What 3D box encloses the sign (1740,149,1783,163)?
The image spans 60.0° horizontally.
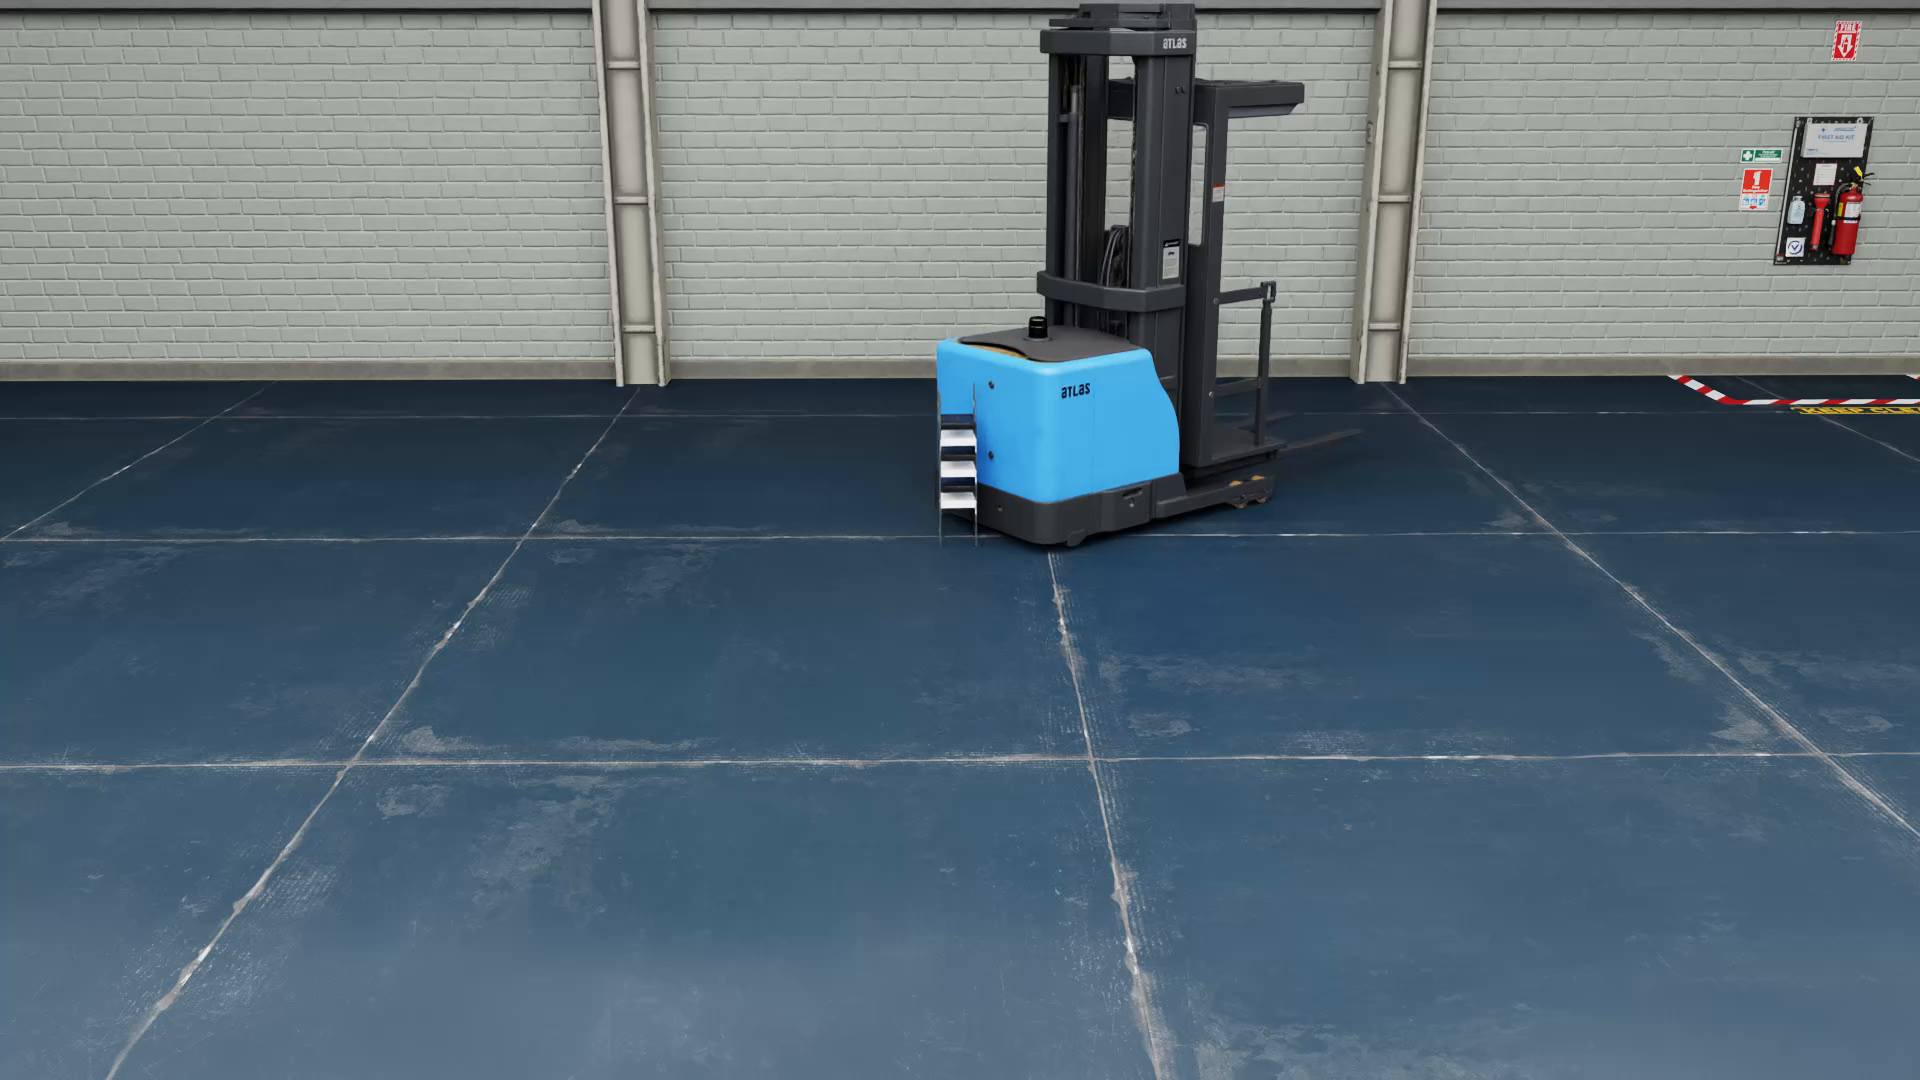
[{"bbox_3d":[6.400,-3.069,13.277,0.331,0.109,0.001,0,18,-1],"label":"sign"}]

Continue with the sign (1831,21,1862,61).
[{"bbox_3d":[6.941,-3.908,13.023,0.199,0.298,0.001,0,18,-1],"label":"sign"}]

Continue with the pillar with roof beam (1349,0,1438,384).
[{"bbox_3d":[3.490,-4.286,8.178,0.400,9.000,9.100,0,18,-1],"label":"pillar with roof beam"}]

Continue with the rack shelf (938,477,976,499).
[{"bbox_3d":[-0.017,-0.303,9.422,0.200,0.077,0.258,-1,18,-4],"label":"rack shelf"}]

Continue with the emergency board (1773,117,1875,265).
[{"bbox_3d":[6.950,-2.773,13.282,0.643,1.169,0.194,0,18,-1],"label":"emergency board"}]

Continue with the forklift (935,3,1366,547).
[{"bbox_3d":[1.317,-1.702,10.055,3.031,2.935,1.130,-14,22,-36],"label":"forklift"}]

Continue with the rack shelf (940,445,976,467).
[{"bbox_3d":[-0.017,-0.474,9.367,0.200,0.077,0.258,-1,18,-4],"label":"rack shelf"}]

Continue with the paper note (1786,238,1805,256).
[{"bbox_3d":[6.772,-2.374,13.480,0.142,0.148,0.016,0,18,-1],"label":"paper note"}]

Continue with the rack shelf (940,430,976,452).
[{"bbox_3d":[-0.017,-0.560,9.340,0.200,0.077,0.258,-1,18,-4],"label":"rack shelf"}]

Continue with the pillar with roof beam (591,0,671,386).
[{"bbox_3d":[-2.509,-4.258,8.088,0.400,9.000,9.100,0,18,-1],"label":"pillar with roof beam"}]

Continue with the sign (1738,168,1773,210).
[{"bbox_3d":[6.396,-2.819,13.367,0.234,0.329,0.001,0,18,-1],"label":"sign"}]

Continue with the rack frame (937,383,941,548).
[{"bbox_3d":[-0.118,-0.418,9.378,0.006,0.900,0.240,-1,18,-4],"label":"rack frame"}]

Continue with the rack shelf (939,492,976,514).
[{"bbox_3d":[-0.017,-0.217,9.450,0.200,0.077,0.258,-1,18,-4],"label":"rack shelf"}]

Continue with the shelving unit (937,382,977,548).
[{"bbox_3d":[-0.017,-0.420,9.384,0.210,0.900,0.258,-1,18,-4],"label":"shelving unit"}]

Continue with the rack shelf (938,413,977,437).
[{"bbox_3d":[-0.017,-0.646,9.312,0.200,0.077,0.258,-1,18,-4],"label":"rack shelf"}]

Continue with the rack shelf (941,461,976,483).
[{"bbox_3d":[-0.017,-0.389,9.395,0.200,0.077,0.258,-1,18,-4],"label":"rack shelf"}]

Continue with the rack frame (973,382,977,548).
[{"bbox_3d":[0.085,-0.422,9.391,0.006,0.900,0.240,-1,18,-4],"label":"rack frame"}]
